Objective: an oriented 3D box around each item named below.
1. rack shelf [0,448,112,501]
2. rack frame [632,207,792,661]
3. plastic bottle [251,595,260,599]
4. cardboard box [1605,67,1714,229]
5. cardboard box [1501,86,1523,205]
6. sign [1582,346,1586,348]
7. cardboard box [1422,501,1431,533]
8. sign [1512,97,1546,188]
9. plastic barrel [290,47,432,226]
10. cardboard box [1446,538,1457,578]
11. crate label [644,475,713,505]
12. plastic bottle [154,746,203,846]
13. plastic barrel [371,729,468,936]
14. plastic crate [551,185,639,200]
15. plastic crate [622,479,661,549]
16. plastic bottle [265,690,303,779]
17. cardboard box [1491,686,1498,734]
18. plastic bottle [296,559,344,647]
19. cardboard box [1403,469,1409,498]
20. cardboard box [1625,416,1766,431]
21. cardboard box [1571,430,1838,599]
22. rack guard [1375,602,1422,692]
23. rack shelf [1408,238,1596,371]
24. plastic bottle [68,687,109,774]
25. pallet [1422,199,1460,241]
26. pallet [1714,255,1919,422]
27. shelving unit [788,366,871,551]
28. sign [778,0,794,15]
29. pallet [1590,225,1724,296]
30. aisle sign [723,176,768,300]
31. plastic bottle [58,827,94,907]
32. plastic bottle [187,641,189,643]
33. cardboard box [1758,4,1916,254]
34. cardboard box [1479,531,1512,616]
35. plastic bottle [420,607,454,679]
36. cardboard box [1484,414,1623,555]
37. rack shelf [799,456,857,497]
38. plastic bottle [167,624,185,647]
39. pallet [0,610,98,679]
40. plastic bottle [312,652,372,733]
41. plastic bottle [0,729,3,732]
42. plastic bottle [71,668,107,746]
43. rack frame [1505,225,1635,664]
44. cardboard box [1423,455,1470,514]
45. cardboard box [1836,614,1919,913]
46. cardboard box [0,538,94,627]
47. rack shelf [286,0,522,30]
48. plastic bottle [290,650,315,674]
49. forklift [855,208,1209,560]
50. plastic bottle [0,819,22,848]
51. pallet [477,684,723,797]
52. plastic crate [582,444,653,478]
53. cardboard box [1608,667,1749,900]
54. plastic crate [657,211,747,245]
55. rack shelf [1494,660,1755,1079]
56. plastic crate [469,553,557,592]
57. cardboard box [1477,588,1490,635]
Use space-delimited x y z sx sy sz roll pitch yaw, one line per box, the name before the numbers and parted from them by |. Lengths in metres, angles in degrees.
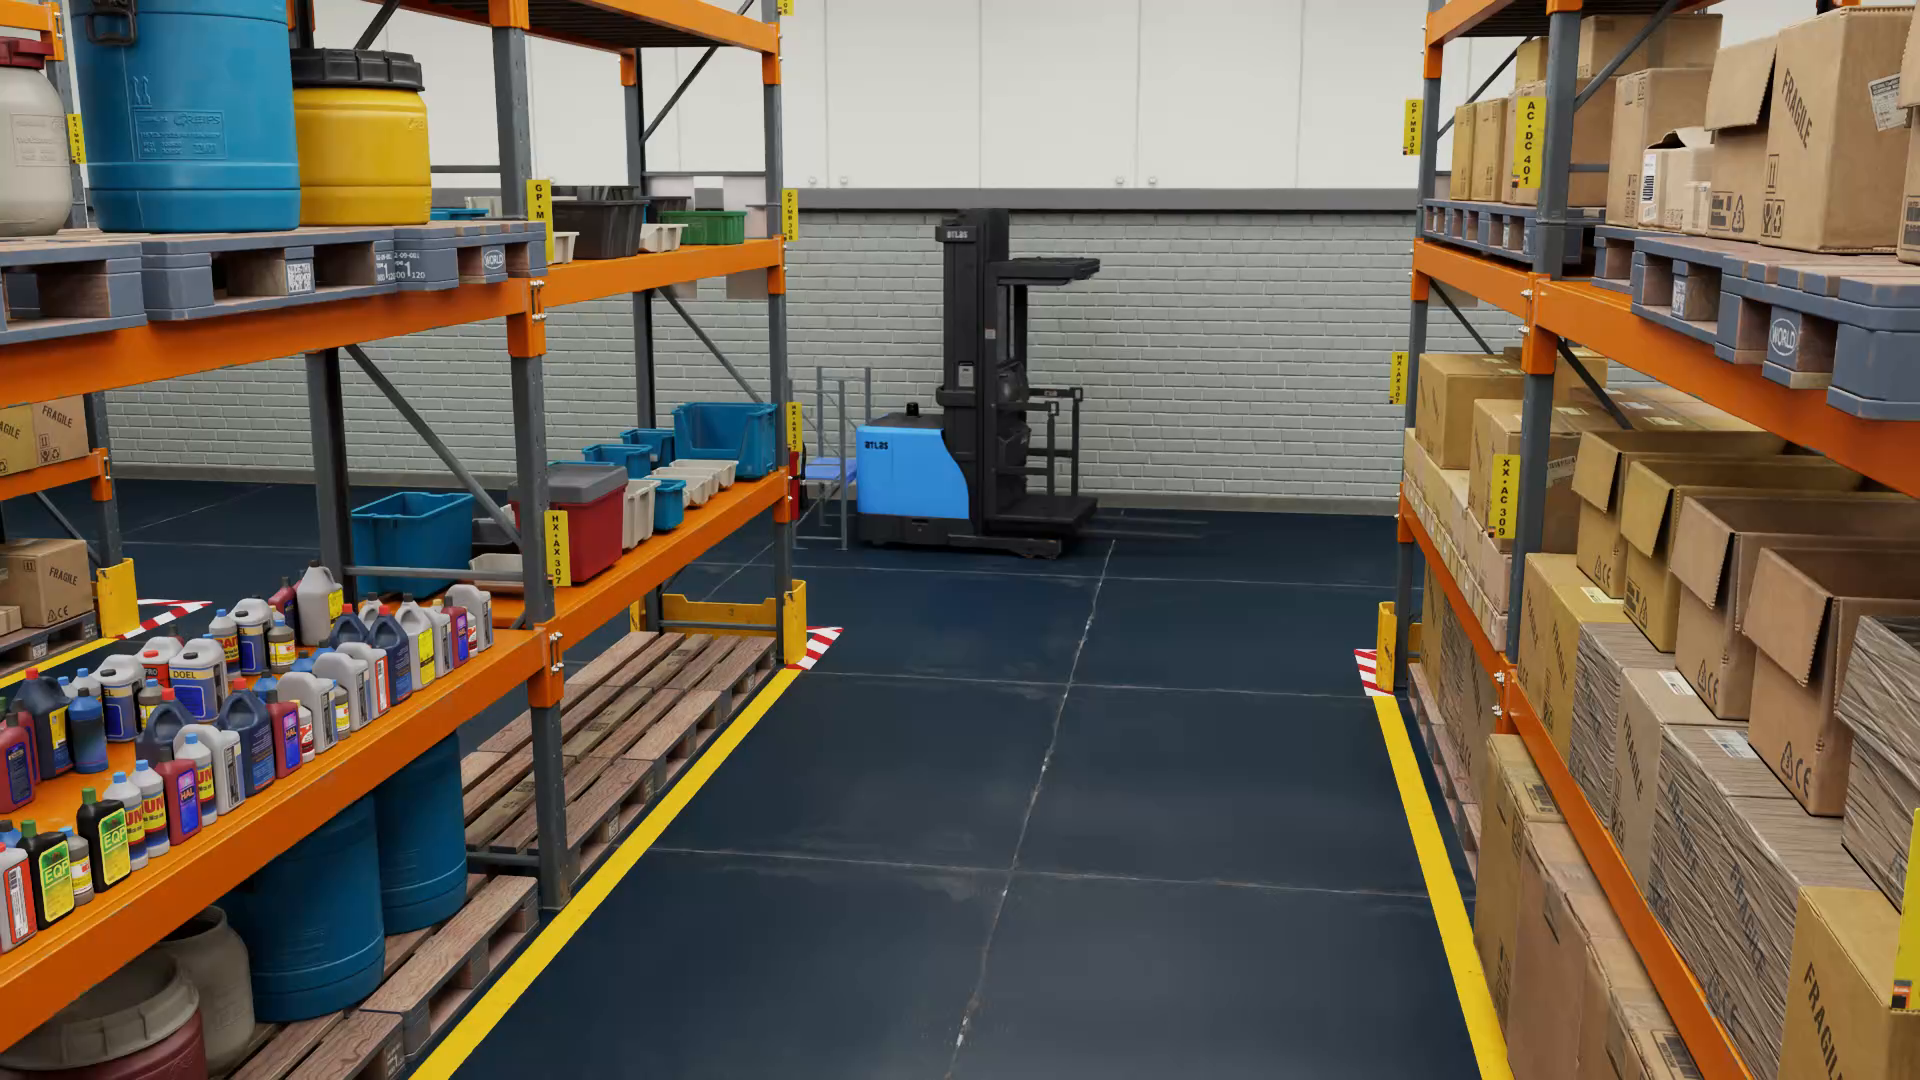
rack shelf | -6.836 -0.073 9.922 1.077 0.370 4.000 2 12 9
rack frame | -1.635 -0.680 11.029 1.000 3.000 0.127 2 12 9
plastic bottle | -2.763 0.351 6.552 0.097 0.271 0.097 0 12 0
cardboard box | 2.565 -1.286 5.488 0.700 0.500 0.500 2 12 10
cardboard box | 2.792 -1.733 7.323 0.700 0.500 0.500 3 12 12
sign | 3.793 -1.181 10.043 0.100 0.325 0.005 2 12 9
cardboard box | 2.722 -0.120 9.025 0.380 0.149 0.250 2 12 8
sign | 2.095 -1.462 6.124 0.100 0.325 0.005 2 12 9
plastic barrel | -2.190 -1.415 5.873 0.600 0.588 0.600 0 12 0
cardboard box | 2.564 0.094 8.033 0.380 0.149 0.250 2 12 8
crate label | -1.659 -0.286 9.685 0.396 0.136 0.243 2 12 9
plastic bottle | -2.257 0.724 4.793 0.061 0.283 0.133 2 12 9
plastic barrel | -2.351 1.086 6.820 0.600 0.901 0.708 2 12 9
plastic crate | -2.141 -1.807 9.285 0.504 0.338 0.767 2 12 9
plastic crate | -1.833 -0.131 8.619 0.437 0.282 0.530 2 12 9
plastic bottle | -2.172 0.609 5.324 0.061 0.283 0.133 2 12 9
cardboard box | 2.825 1.012 7.226 0.875 0.875 0.875 2 12 9
plastic bottle | -2.631 0.248 6.841 0.144 0.351 0.185 2 12 9
cardboard box | 2.878 -0.334 10.018 0.380 0.149 0.250 2 12 9
cardboard box | 2.970 -0.217 6.751 0.500 0.500 0.500 2 12 9
cardboard box | 2.554 -0.093 5.687 0.797 0.503 0.637 2 12 7
rack guard | 3.263 0.697 10.571 1.175 0.500 0.348 2 12 9
rack shelf | 2.952 -1.218 8.113 1.077 0.370 4.000 2 12 9
plastic bottle | -2.808 0.609 5.353 0.097 0.271 0.097 0 12 0
pallet | 3.155 -1.788 9.260 1.003 0.211 1.213 2 12 9
pallet | 2.075 -0.364 2.891 1.213 0.211 1.003 2 12 11
shelving unit | -1.153 -0.755 14.932 0.538 1.500 1.048 2 12 9
sign | -1.089 -3.441 10.364 0.100 0.325 0.005 2 12 9
pallet | 2.552 -0.867 5.232 0.805 0.209 1.217 1 12 6
aisle sign | -1.334 -1.956 10.781 0.394 0.787 0.004 2 12 9
plastic bottle | -2.343 0.855 4.376 0.097 0.201 0.097 0 12 0
plastic bottle | -2.829 0.474 6.147 0.097 0.201 0.097 0 12 0
cardboard box | 2.097 -0.887 3.634 0.500 0.500 0.500 3 12 12
cardboard box | 2.453 0.140 6.871 0.500 0.250 0.500 2 12 8
plastic bottle | -2.047 0.382 6.397 0.152 0.276 0.135 2 12 9
cardboard box | 2.450 -0.230 6.811 0.500 0.500 0.500 2 12 10
rack shelf | -1.153 -0.579 14.970 0.538 0.185 1.000 2 12 9
plastic bottle | -2.865 0.457 6.030 0.061 0.283 0.133 2 12 9
pallet | -6.662 0.704 11.228 1.003 0.211 1.213 2 12 9
plastic bottle | -2.146 0.515 5.779 0.152 0.276 0.135 2 12 9
plastic bottle | -2.983 0.642 5.013 0.144 0.351 0.185 2 12 9
plastic bottle | -2.921 0.564 5.563 0.097 0.271 0.097 0 12 0
rack frame | 2.644 0.313 6.421 1.000 3.000 0.127 2 12 9
cardboard box | 2.764 -0.288 8.858 0.500 0.250 0.500 1 12 7
cardboard box | 2.157 0.455 3.145 0.797 0.503 0.637 2 12 11
cardboard box | -6.369 0.287 11.432 0.500 0.500 0.500 2 12 9
rack shelf | -2.558 -1.817 4.720 1.077 0.370 4.000 2 12 9
plastic bottle | -2.272 0.517 5.781 0.097 0.271 0.097 0 12 0
forklift | 0.651 -1.388 14.477 3.031 2.935 1.130 3 13 16
plastic bottle | -2.423 0.847 4.249 0.097 0.271 0.097 0 12 0
pallet | -1.990 1.107 9.357 1.003 0.211 1.213 2 12 9
plastic crate | -2.099 -0.450 10.216 0.416 0.233 0.300 2 12 9
cardboard box | 2.098 0.668 4.535 0.500 0.500 0.500 2 12 10
plastic crate | -1.504 -1.828 9.740 0.450 0.188 0.336 2 12 9
rack shelf | 2.336 1.081 4.565 1.077 0.370 4.000 2 12 9
plastic crate | -2.037 0.160 7.615 0.396 0.136 0.243 2 12 9
cardboard box | 2.407 0.308 7.040 0.380 0.149 0.250 2 12 10
